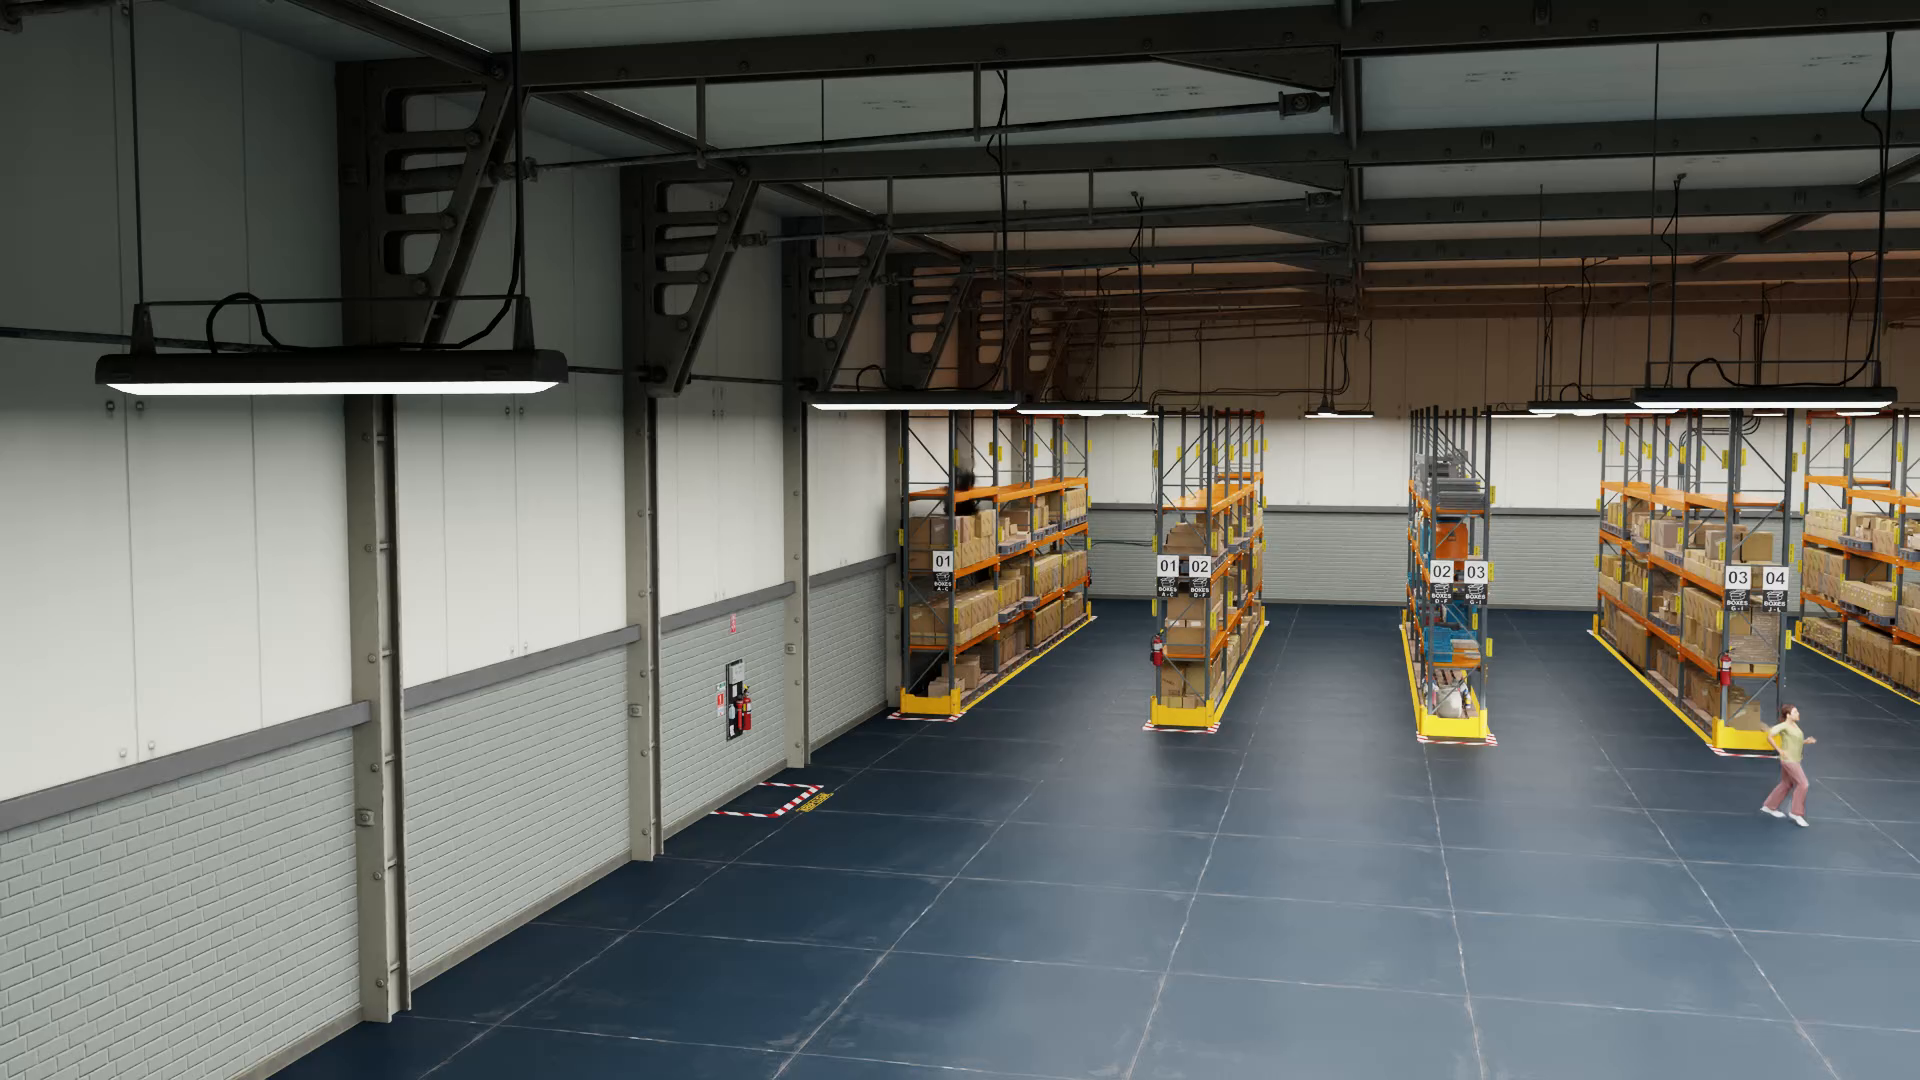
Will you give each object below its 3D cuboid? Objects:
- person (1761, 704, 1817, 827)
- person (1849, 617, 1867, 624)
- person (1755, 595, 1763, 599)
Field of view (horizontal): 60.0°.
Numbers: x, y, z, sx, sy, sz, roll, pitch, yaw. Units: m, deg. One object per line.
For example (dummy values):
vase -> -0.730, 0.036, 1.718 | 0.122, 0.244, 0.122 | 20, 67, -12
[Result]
person -> 11.788, 3.188, 23.662 | 0.690, 1.723, 0.560 | 3, 5, 40
person -> 23.567, 1.755, 43.661 | 0.674, 1.653, 0.901 | -2, 5, -26
person -> 20.203, 1.901, 41.755 | 0.614, 1.655, 0.832 | 2, 4, 22
